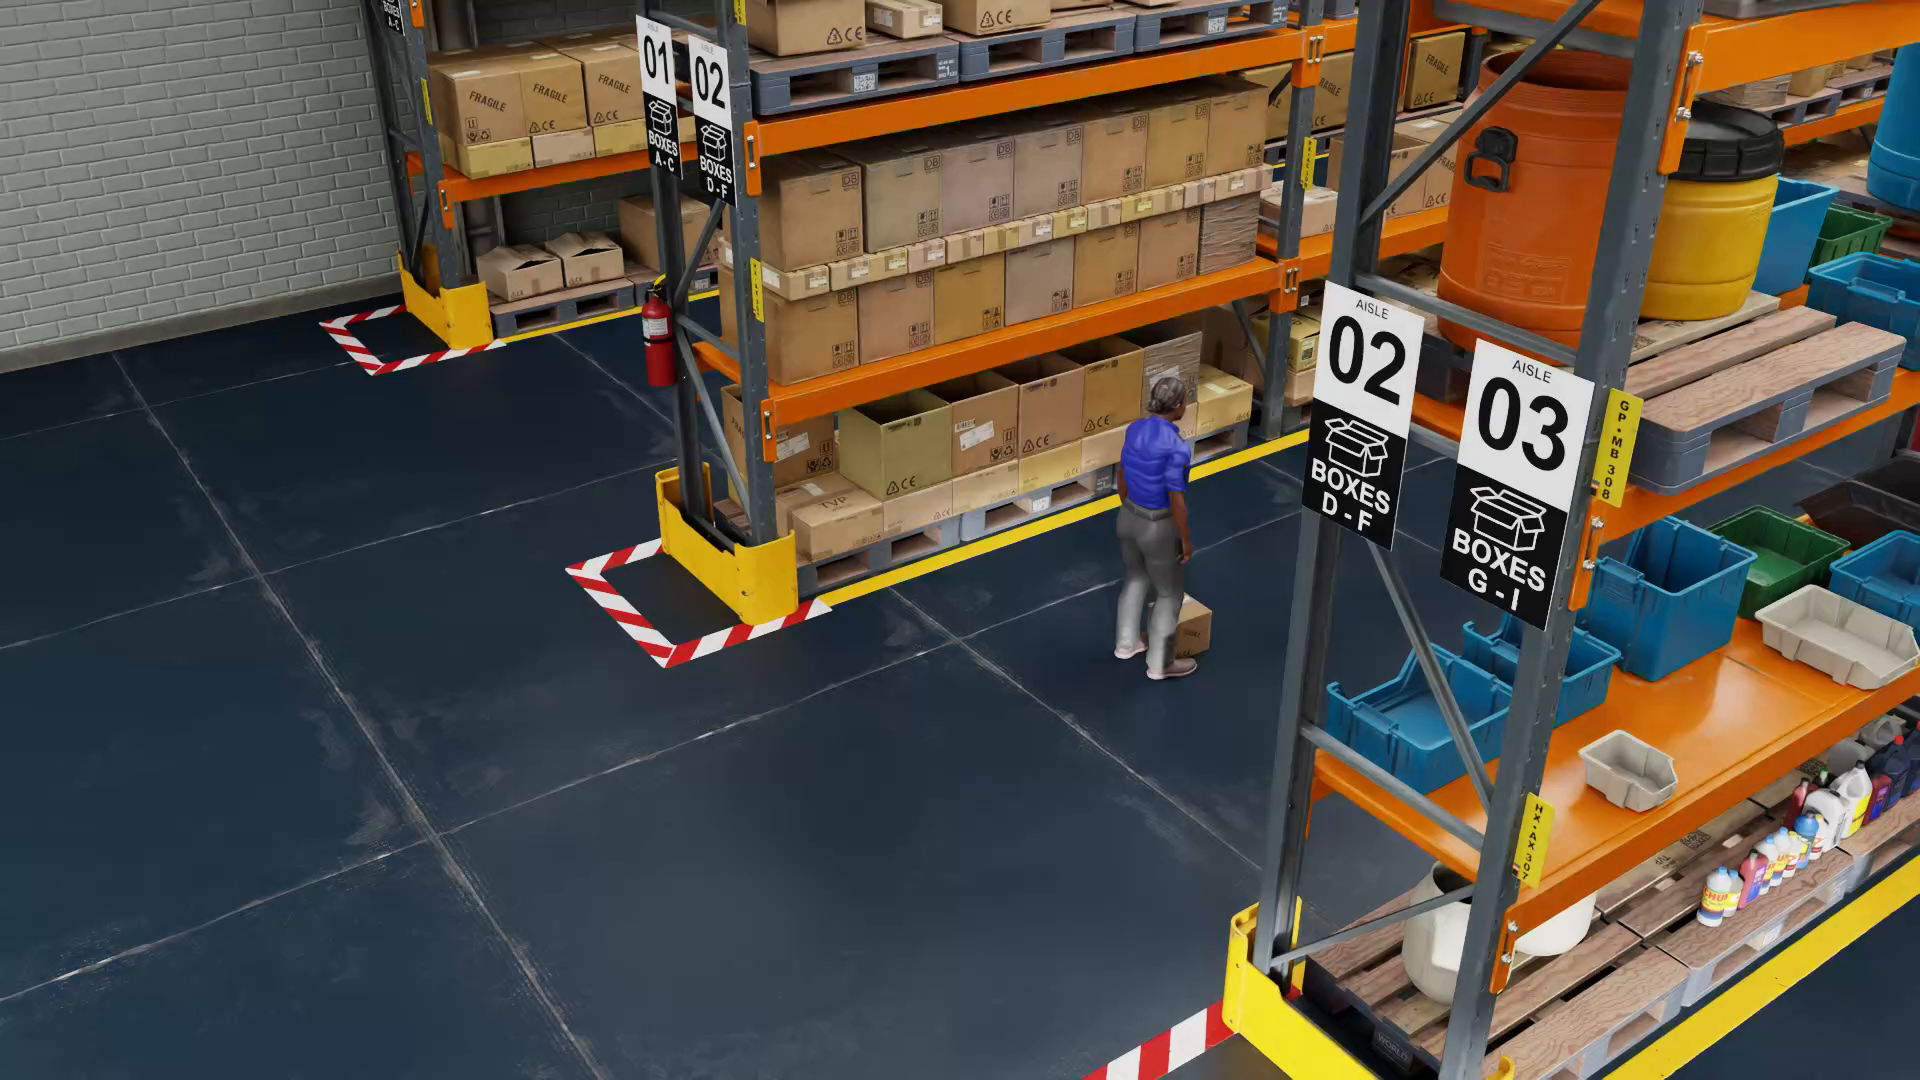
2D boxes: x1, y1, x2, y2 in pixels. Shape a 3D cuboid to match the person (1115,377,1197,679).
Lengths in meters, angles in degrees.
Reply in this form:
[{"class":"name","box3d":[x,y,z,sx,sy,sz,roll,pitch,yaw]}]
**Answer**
[{"class":"person","box3d":[1.029,-0.068,8.753,0.353,1.654,0.517,-20,34,-31]}]
